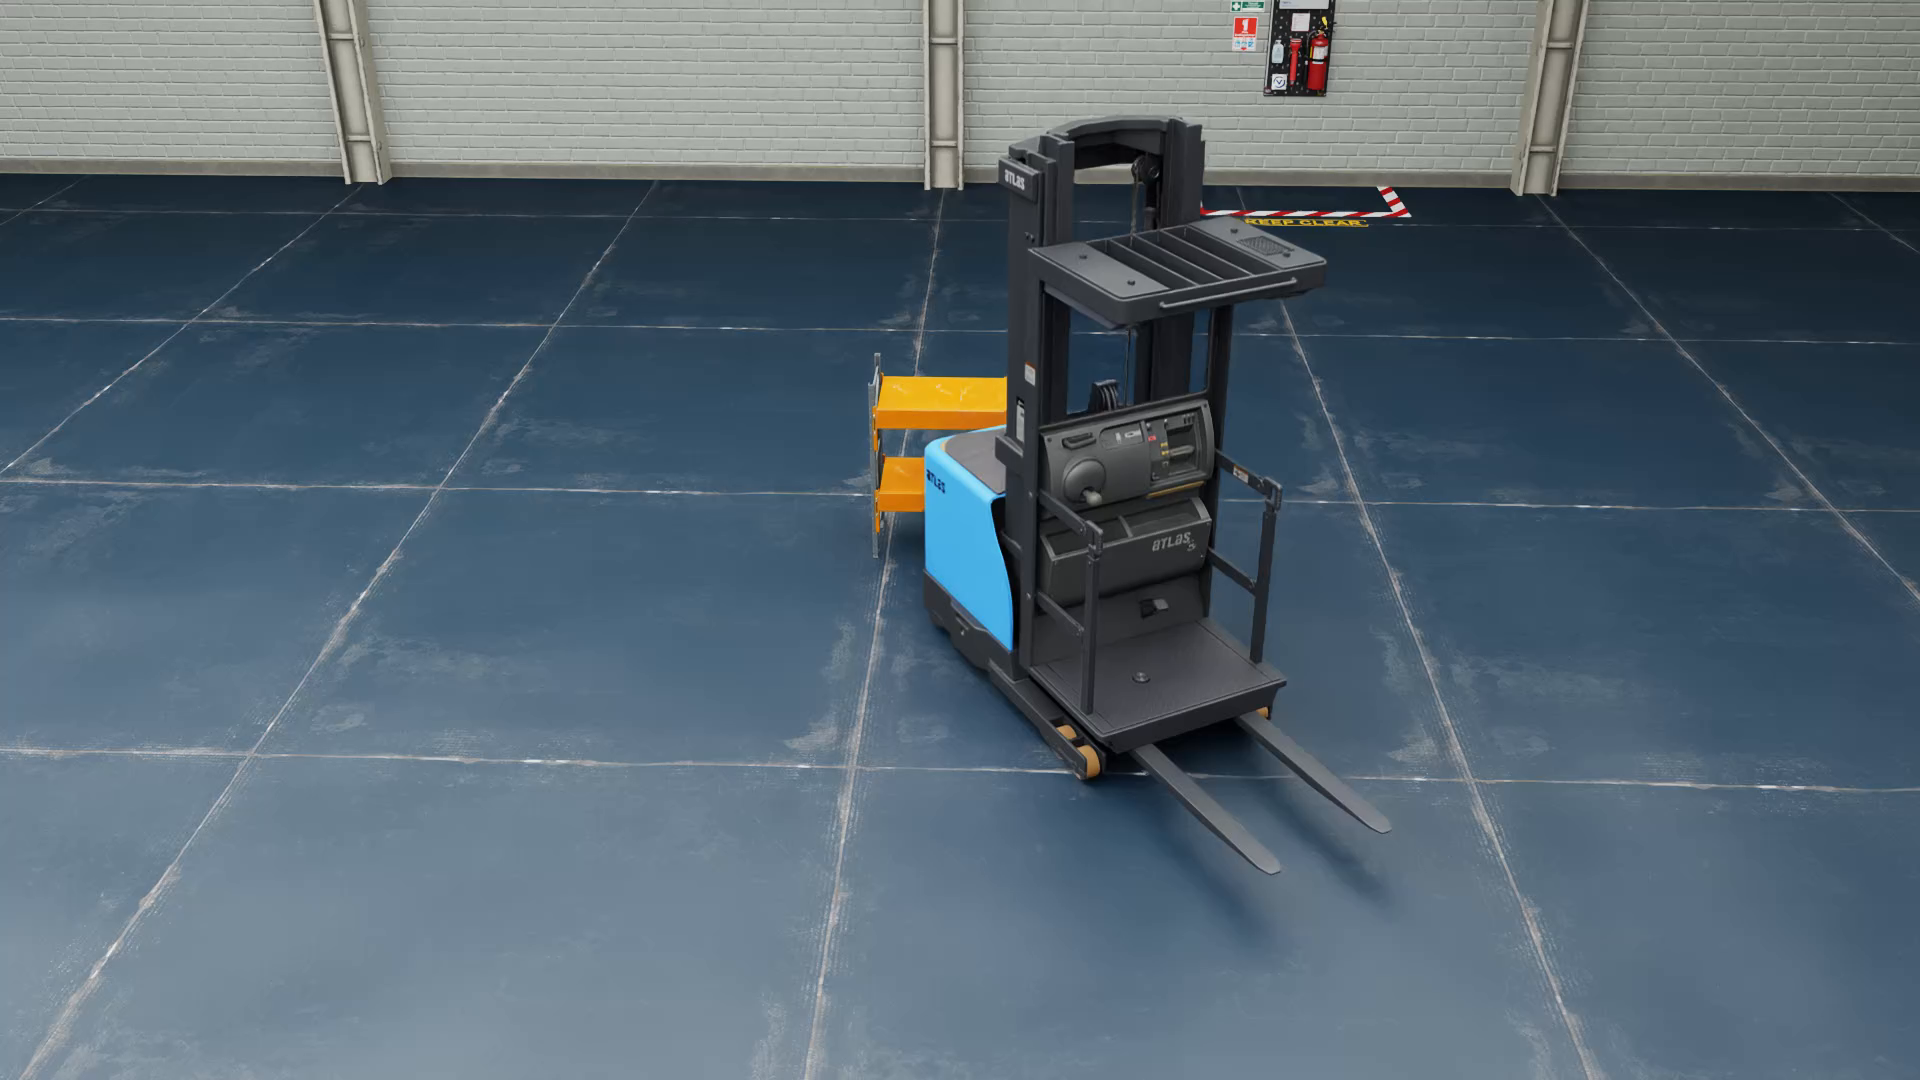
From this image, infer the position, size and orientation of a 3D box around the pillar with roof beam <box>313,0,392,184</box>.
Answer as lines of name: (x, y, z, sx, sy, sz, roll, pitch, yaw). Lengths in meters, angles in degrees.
pillar with roof beam: (-6.307, -5.713, 11.418, 0.400, 9.000, 9.100, 1, 28, 2)

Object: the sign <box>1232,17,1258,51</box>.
sign: (2.820, -5.010, 16.461, 0.234, 0.329, 0.001, 1, 28, 2)

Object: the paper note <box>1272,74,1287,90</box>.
paper note: (3.195, -4.583, 16.634, 0.142, 0.148, 0.016, 1, 28, 2)

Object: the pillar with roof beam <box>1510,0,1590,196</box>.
pillar with roof beam: (5.686, -5.514, 11.044, 0.400, 9.000, 9.100, 1, 28, 2)

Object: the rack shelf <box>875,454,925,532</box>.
rack shelf: (0.007, -0.281, 10.101, 1.000, 0.278, 0.538, 1, 28, 2)

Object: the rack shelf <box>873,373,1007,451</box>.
rack shelf: (0.007, -0.755, 9.849, 1.000, 0.278, 0.538, 1, 28, 2)

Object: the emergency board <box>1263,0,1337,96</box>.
emergency board: (3.369, -4.937, 16.361, 0.643, 1.169, 0.194, 1, 28, 2)

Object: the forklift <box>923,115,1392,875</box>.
forklift: (0.920, -0.373, 7.824, 1.130, 2.935, 3.031, -14, 31, -24)

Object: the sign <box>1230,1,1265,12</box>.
sign: (2.824, -5.240, 16.329, 0.331, 0.109, 0.001, 1, 28, 2)

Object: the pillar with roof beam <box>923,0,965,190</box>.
pillar with roof beam: (-0.311, -5.613, 11.231, 0.400, 9.000, 9.100, 1, 28, 2)

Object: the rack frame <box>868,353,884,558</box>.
rack frame: (-0.501, -0.505, 10.002, 0.032, 1.125, 0.500, 1, 28, 2)

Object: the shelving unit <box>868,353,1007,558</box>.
shelving unit: (0.007, -0.497, 9.986, 1.048, 1.125, 0.538, 1, 28, 2)
